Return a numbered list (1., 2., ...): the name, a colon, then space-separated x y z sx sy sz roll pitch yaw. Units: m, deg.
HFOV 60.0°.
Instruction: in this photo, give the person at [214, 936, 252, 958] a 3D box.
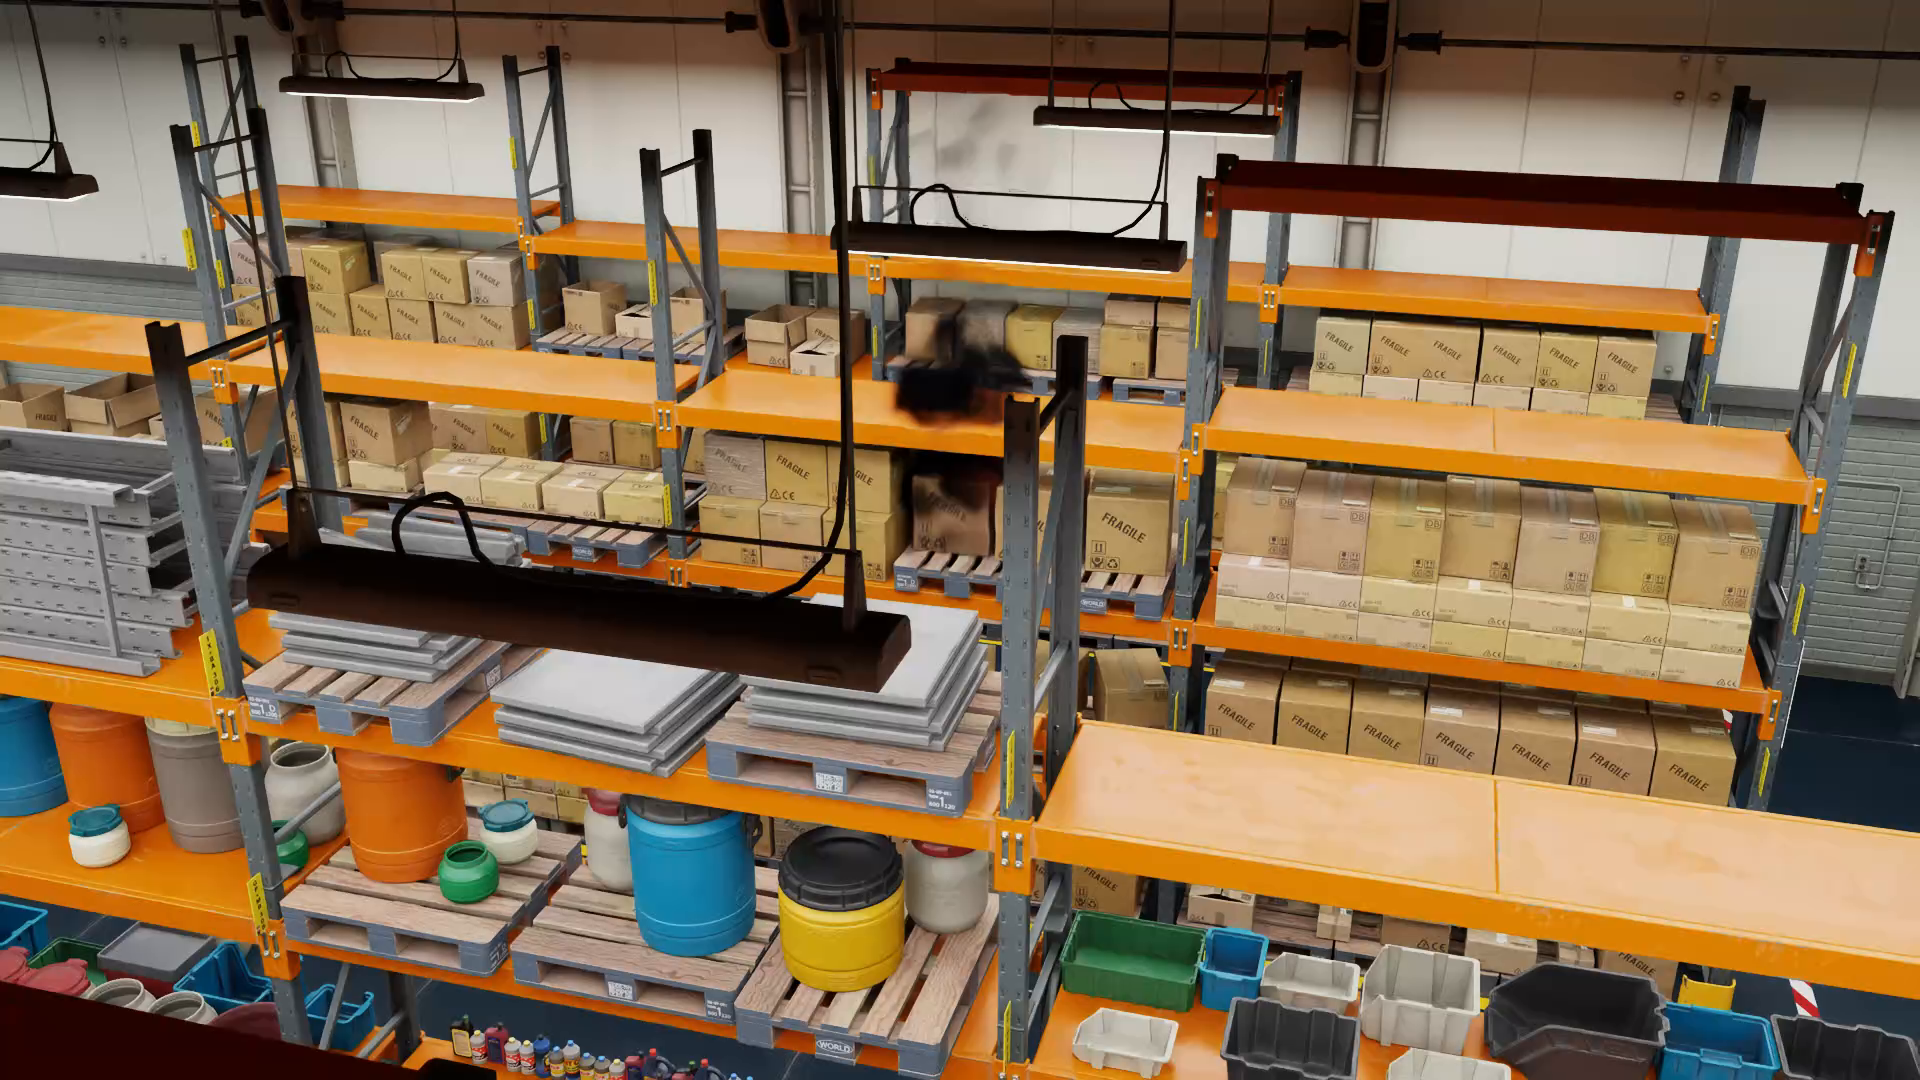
1. person: -5.143 2.846 11.592 0.966 1.711 0.659 6 23 15
